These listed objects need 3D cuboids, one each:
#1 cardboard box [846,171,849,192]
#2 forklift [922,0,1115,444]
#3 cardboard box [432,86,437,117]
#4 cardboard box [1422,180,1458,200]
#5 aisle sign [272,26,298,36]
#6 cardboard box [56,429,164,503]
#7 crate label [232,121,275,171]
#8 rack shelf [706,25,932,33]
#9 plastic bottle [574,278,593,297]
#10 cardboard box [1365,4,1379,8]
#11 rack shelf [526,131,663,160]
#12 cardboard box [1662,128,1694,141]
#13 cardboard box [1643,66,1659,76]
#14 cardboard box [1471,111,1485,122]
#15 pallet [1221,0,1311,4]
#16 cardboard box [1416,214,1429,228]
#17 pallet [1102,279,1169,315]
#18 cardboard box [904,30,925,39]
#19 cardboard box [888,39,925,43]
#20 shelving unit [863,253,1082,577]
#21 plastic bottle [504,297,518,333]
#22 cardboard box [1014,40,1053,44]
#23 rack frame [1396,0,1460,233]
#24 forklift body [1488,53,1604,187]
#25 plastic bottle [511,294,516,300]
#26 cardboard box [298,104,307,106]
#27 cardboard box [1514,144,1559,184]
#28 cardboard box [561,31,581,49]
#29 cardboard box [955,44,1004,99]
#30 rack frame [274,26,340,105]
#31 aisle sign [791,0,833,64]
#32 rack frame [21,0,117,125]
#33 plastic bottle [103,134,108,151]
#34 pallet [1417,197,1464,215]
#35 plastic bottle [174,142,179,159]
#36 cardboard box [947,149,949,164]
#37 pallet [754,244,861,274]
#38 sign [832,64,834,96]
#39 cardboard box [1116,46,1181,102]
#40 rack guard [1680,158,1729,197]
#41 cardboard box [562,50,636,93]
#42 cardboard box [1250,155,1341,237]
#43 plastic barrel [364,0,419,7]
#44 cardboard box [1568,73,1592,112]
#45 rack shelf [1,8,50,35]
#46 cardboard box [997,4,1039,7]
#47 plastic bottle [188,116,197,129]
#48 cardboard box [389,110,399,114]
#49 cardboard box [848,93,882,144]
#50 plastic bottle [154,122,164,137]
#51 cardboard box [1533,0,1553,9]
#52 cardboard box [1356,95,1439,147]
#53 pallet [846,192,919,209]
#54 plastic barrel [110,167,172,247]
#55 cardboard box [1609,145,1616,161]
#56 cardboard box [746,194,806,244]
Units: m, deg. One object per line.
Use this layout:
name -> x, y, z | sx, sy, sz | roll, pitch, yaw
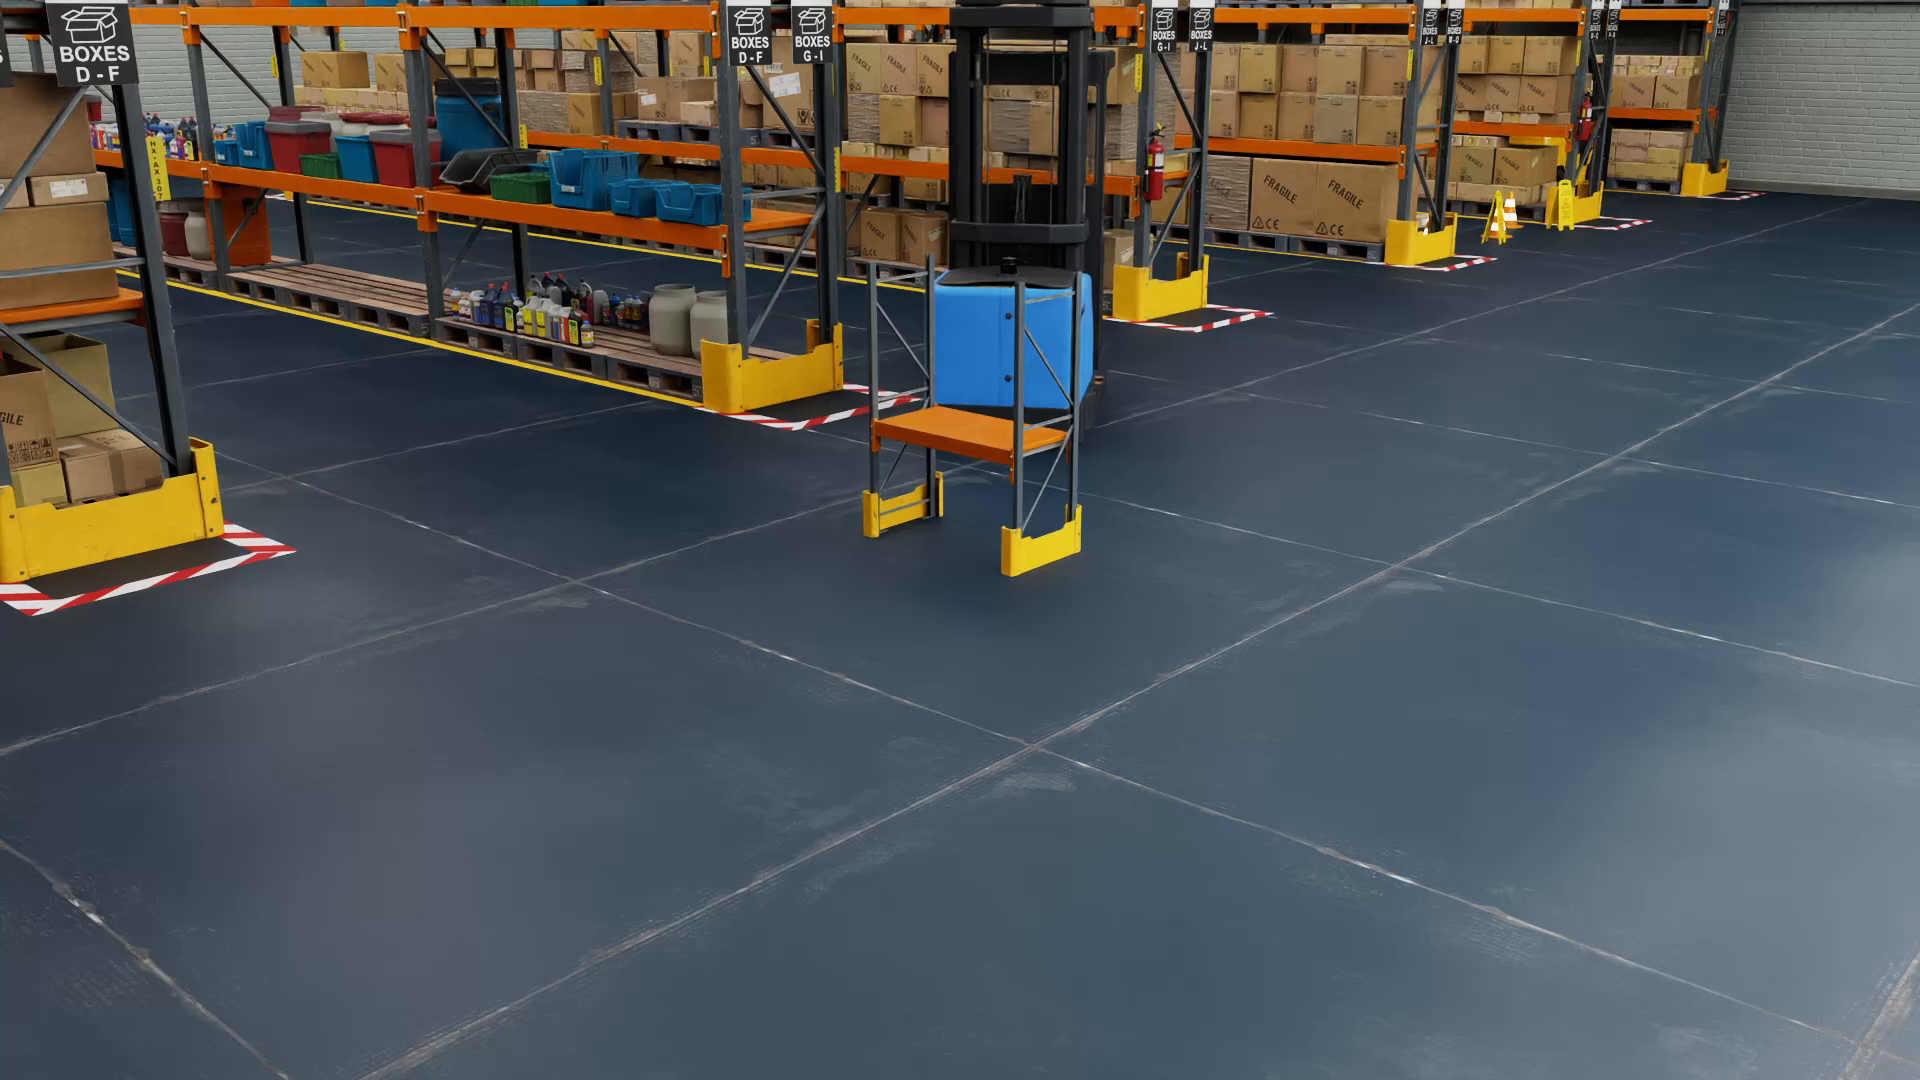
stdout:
cardboard box -> -1.679, -5.509, 24.949 | 0.500, 0.500, 0.500 | 16, 24, 41
forklift -> 0.505, -2.418, 11.886 | 1.130, 2.935, 3.031 | 3, 18, 9
cardboard box -> -6.809, -5.922, 22.648 | 0.500, 0.500, 0.500 | 15, 23, 39
cardboard box -> 7.006, -5.057, 23.937 | 0.500, 0.250, 0.500 | 14, 22, 37
aisle sign -> -10.232, -8.012, 25.101 | 0.004, 0.787, 0.394 | 15, 23, 39
cardboard box -> -4.843, -0.421, 9.331 | 0.500, 0.250, 0.500 | 15, 23, 39
crate label -> -6.719, -3.856, 16.244 | 0.616, 0.435, 0.502 | 15, 23, 39
rack shelf -> -2.123, -7.810, 24.994 | 4.000, 0.370, 1.077 | 15, 23, 39
plastic bottle -> -3.233, -2.076, 14.346 | 0.185, 0.351, 0.144 | 15, 23, 39
cardboard box -> 6.062, -7.761, 24.064 | 0.250, 0.149, 0.380 | 15, 23, 39
rack shelf -> -5.491, -5.279, 21.976 | 4.000, 0.370, 1.077 | 15, 23, 39
cardboard box -> 11.624, -6.485, 26.786 | 0.500, 0.250, 0.500 | 15, 23, 38
cardboard box -> 11.049, -7.453, 26.401 | 0.250, 0.149, 0.380 | 16, 23, 40
cardboard box -> 7.393, -5.973, 23.389 | 0.250, 0.149, 0.380 | 15, 23, 40
pallet -> 3.878, -6.495, 19.805 | 1.213, 0.211, 1.003 | 15, 23, 39
cardboard box -> 6.246, -4.303, 22.425 | 0.380, 0.149, 0.250 | -6, 18, -18
pallet -> 1.347, -2.471, 16.549 | 1.213, 0.211, 1.003 | 15, 23, 39
cardboard box -> -0.851, -9.089, 29.900 | 0.250, 0.149, 0.380 | 14, 23, 38
cardboard box -> -0.945, -8.822, 30.132 | 0.500, 0.500, 0.500 | 15, 23, 39
shelving unit -> 0.057, -0.700, 8.837 | 1.083, 1.500, 0.587 | 15, 23, 39
plastic bottle -> -3.726, -1.875, 13.824 | 0.133, 0.283, 0.061 | 16, 24, 42
cardboard box -> 1.266, -8.234, 28.278 | 0.500, 0.500, 0.500 | 15, 23, 39
rack frame -> 5.356, -4.716, 19.012 | 0.127, 3.000, 1.000 | 15, 23, 39
forklift body -> 9.229, -6.543, 26.173 | 1.214, 2.155, 2.313 | 15, 23, 39
plastic bottle -> -3.774, -1.948, 14.074 | 0.097, 0.271, 0.097 | 0, 18, 0
cardboard box -> -9.739, -6.510, 25.080 | 0.250, 0.149, 0.380 | 15, 23, 38
cardboard box -> 8.128, -5.332, 23.566 | 0.500, 0.500, 0.500 | 14, 22, 37
cardboard box -> -6.451, -8.444, 28.450 | 0.500, 0.500, 0.500 | 15, 23, 39
cardboard box -> 0.294, -4.637, 16.453 | 0.500, 0.500, 0.500 | 15, 23, 39
rack frame -> -9.979, -6.826, 25.663 | 0.127, 3.000, 1.000 | 15, 23, 39
aisle sign -> -1.051, -3.784, 11.779 | 0.004, 0.787, 0.394 | 15, 23, 39
rack frame -> -10.275, -4.903, 19.601 | 0.127, 3.000, 1.000 | 15, 23, 39
plastic bottle -> -9.420, -4.413, 18.388 | 0.097, 0.201, 0.097 | 0, 18, 0
pallet -> 7.017, -4.958, 24.386 | 1.213, 0.211, 1.003 | 15, 23, 39
plastic bottle -> -8.115, -4.063, 17.284 | 0.097, 0.201, 0.097 | 0, 18, 0
cardboard box -> 0.089, -3.888, 16.819 | 0.250, 0.149, 0.380 | 15, 23, 39
pallet -> -1.587, -3.244, 18.984 | 1.213, 0.211, 1.003 | 15, 23, 39
sign -> -1.369, -4.843, 17.498 | 0.005, 0.325, 0.100 | 15, 23, 39
cardboard box -> 1.758, -4.452, 15.871 | 0.500, 0.500, 0.500 | 15, 23, 39
rack guard -> 11.876, -5.783, 26.509 | 0.348, 0.500, 1.175 | 15, 23, 39
cardboard box -> -4.531, -5.896, 20.909 | 0.637, 0.503, 0.797 | 16, 24, 41
cardboard box -> 4.146, -4.201, 20.207 | 0.875, 0.875, 0.875 | 15, 23, 38
plastic barrel -> -4.815, -5.018, 14.177 | 0.708, 0.901, 0.600 | 15, 23, 39
cardboard box -> 8.396, -6.203, 23.042 | 0.500, 0.500, 0.500 | 15, 23, 38
rack shelf -> -6.086, -2.862, 9.401 | 4.000, 0.370, 1.077 | 15, 23, 39
cardboard box -> 0.706, -5.216, 15.877 | 0.500, 0.250, 0.500 | 16, 23, 40
plastic bottle -> -8.546, -4.547, 18.563 | 0.185, 0.351, 0.144 | 15, 23, 39
cardboard box -> -7.817, -5.994, 23.455 | 0.250, 0.149, 0.380 | 15, 23, 38
cardboard box -> -0.708, -4.502, 17.682 | 0.500, 0.500, 0.875 | 15, 23, 39
plastic bottle -> -9.083, -4.602, 18.866 | 0.097, 0.271, 0.097 | 0, 18, 0
cardboard box -> 7.906, -7.217, 22.350 | 0.250, 0.149, 0.380 | 15, 23, 40
cardboard box -> 5.049, -4.851, 19.192 | 0.550, 0.550, 0.875 | 15, 23, 39
pallet -> -1.211, -5.150, 24.991 | 1.213, 0.211, 1.003 | 15, 23, 39
plastic barrel -> -9.349, -3.847, 19.051 | 0.708, 0.901, 0.600 | 15, 23, 39
cardboard box -> 10.519, -6.337, 27.144 | 0.500, 0.250, 0.500 | 14, 23, 38
cardboard box -> -2.211, -3.776, 19.455 | 0.500, 0.500, 0.700 | 13, 22, 35
